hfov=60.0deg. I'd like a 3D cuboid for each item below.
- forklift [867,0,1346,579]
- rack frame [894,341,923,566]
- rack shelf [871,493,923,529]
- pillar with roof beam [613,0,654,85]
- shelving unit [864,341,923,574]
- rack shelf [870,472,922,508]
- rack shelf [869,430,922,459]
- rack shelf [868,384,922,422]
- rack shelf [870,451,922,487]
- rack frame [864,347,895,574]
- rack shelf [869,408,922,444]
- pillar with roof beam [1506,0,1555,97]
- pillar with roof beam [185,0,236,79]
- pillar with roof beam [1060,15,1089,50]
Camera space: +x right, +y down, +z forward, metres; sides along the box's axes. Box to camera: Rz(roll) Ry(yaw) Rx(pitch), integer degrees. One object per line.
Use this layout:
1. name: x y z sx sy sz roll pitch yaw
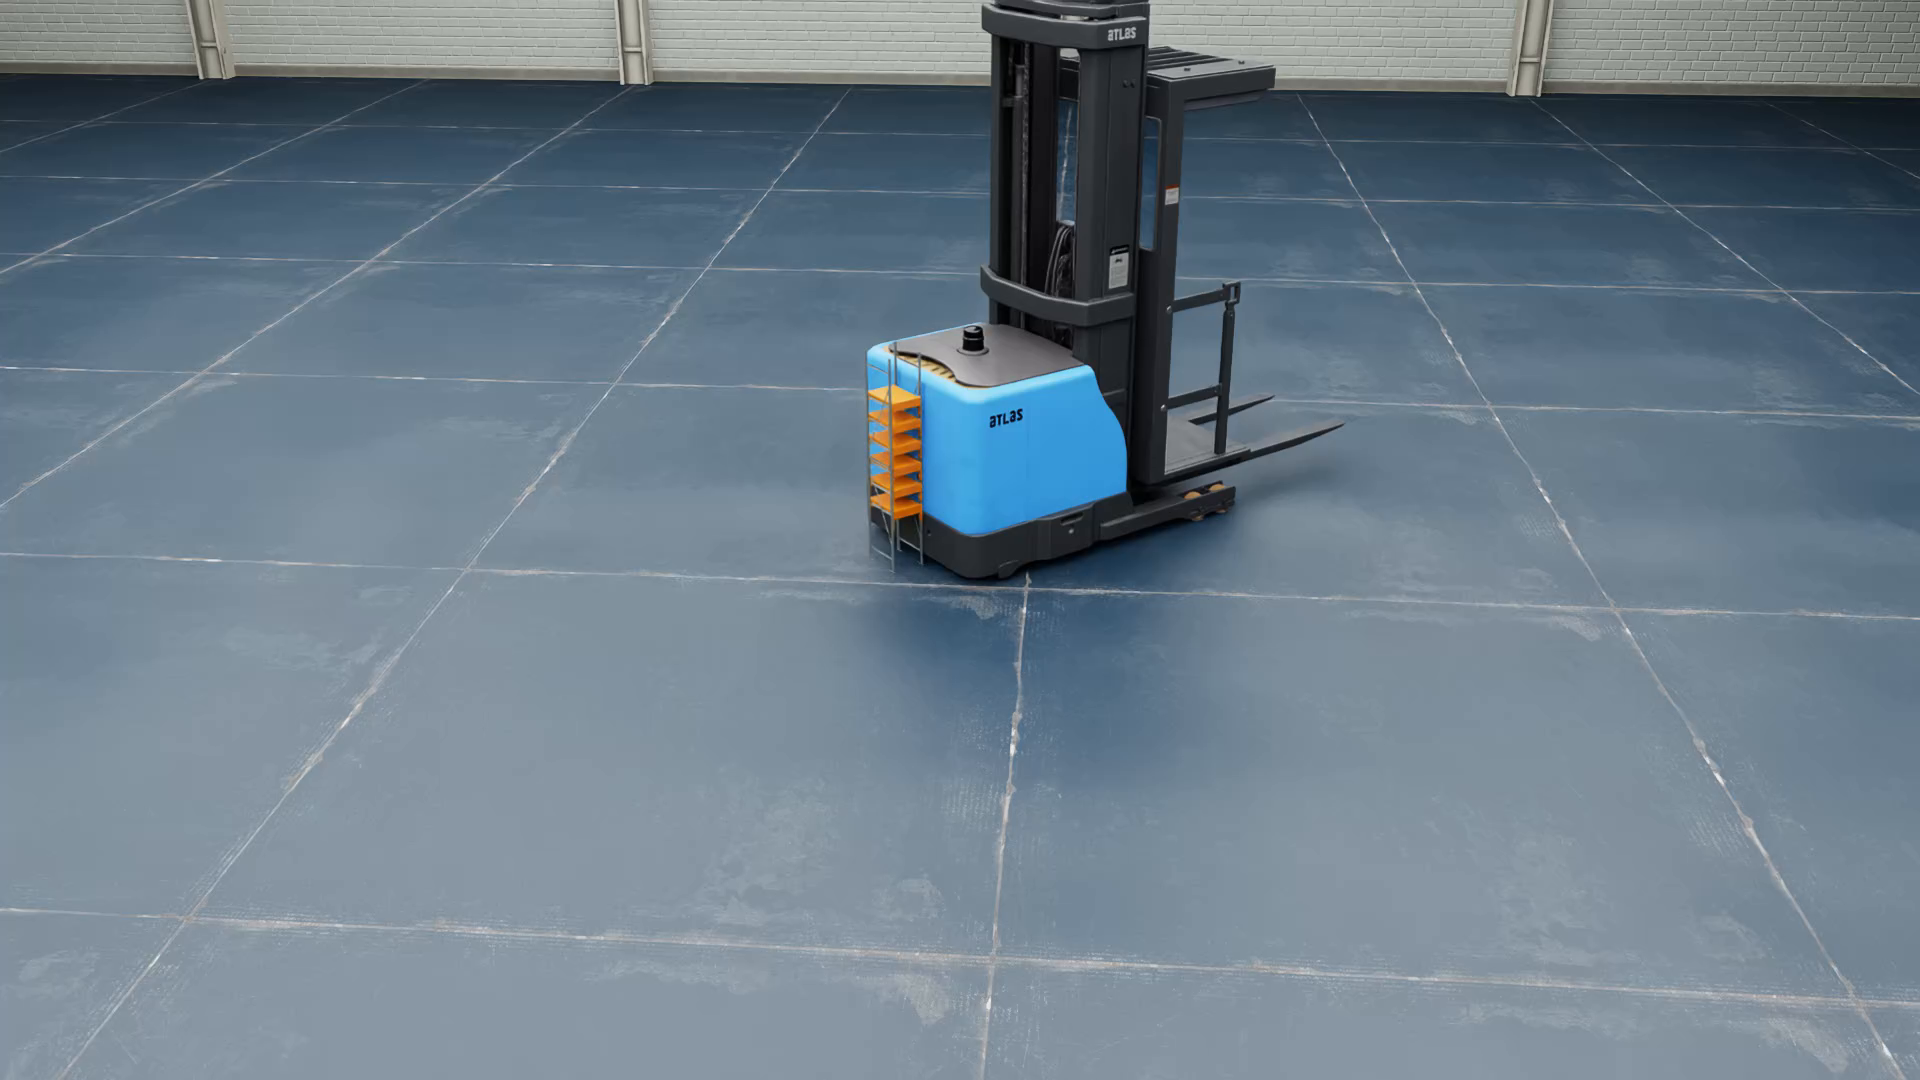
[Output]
1. forklift: 0.973 -1.599 9.219 3.031 2.935 1.130 -17 30 -32
2. rack frame: -0.272 -0.447 8.786 0.006 1.200 0.240 -17 30 -32
3. rack shelf: -0.346 -0.166 8.856 0.180 0.103 0.258 -17 30 -32
4. pillar with roof beam: -4.791 -8.616 17.210 0.400 9.000 9.100 2 25 4
5. shelving unit: -0.346 -0.425 8.738 0.189 1.200 0.258 -17 30 -32
6. rack shelf: -0.346 -0.275 8.806 0.180 0.103 0.258 -17 30 -32
7. rack shelf: -0.346 -0.493 8.706 0.180 0.103 0.258 -17 30 -32
8. rack shelf: -0.346 -0.711 8.606 0.180 0.103 0.258 -17 30 -32
9. rack shelf: -0.346 -0.384 8.756 0.180 0.103 0.258 -17 30 -32
10. rack frame: -0.420 -0.402 8.689 0.006 1.200 0.240 -17 30 -32
11. rack shelf: -0.346 -0.602 8.656 0.180 0.103 0.258 -17 30 -32
12. pillar with roof beam: 7.173 -8.232 16.375 0.400 9.000 9.100 2 25 4
13. pillar with roof beam: -10.774 -8.808 17.627 0.400 9.000 9.100 2 25 4
14. pillar with roof beam: 1.191 -8.424 16.792 0.400 9.000 9.100 2 25 4
